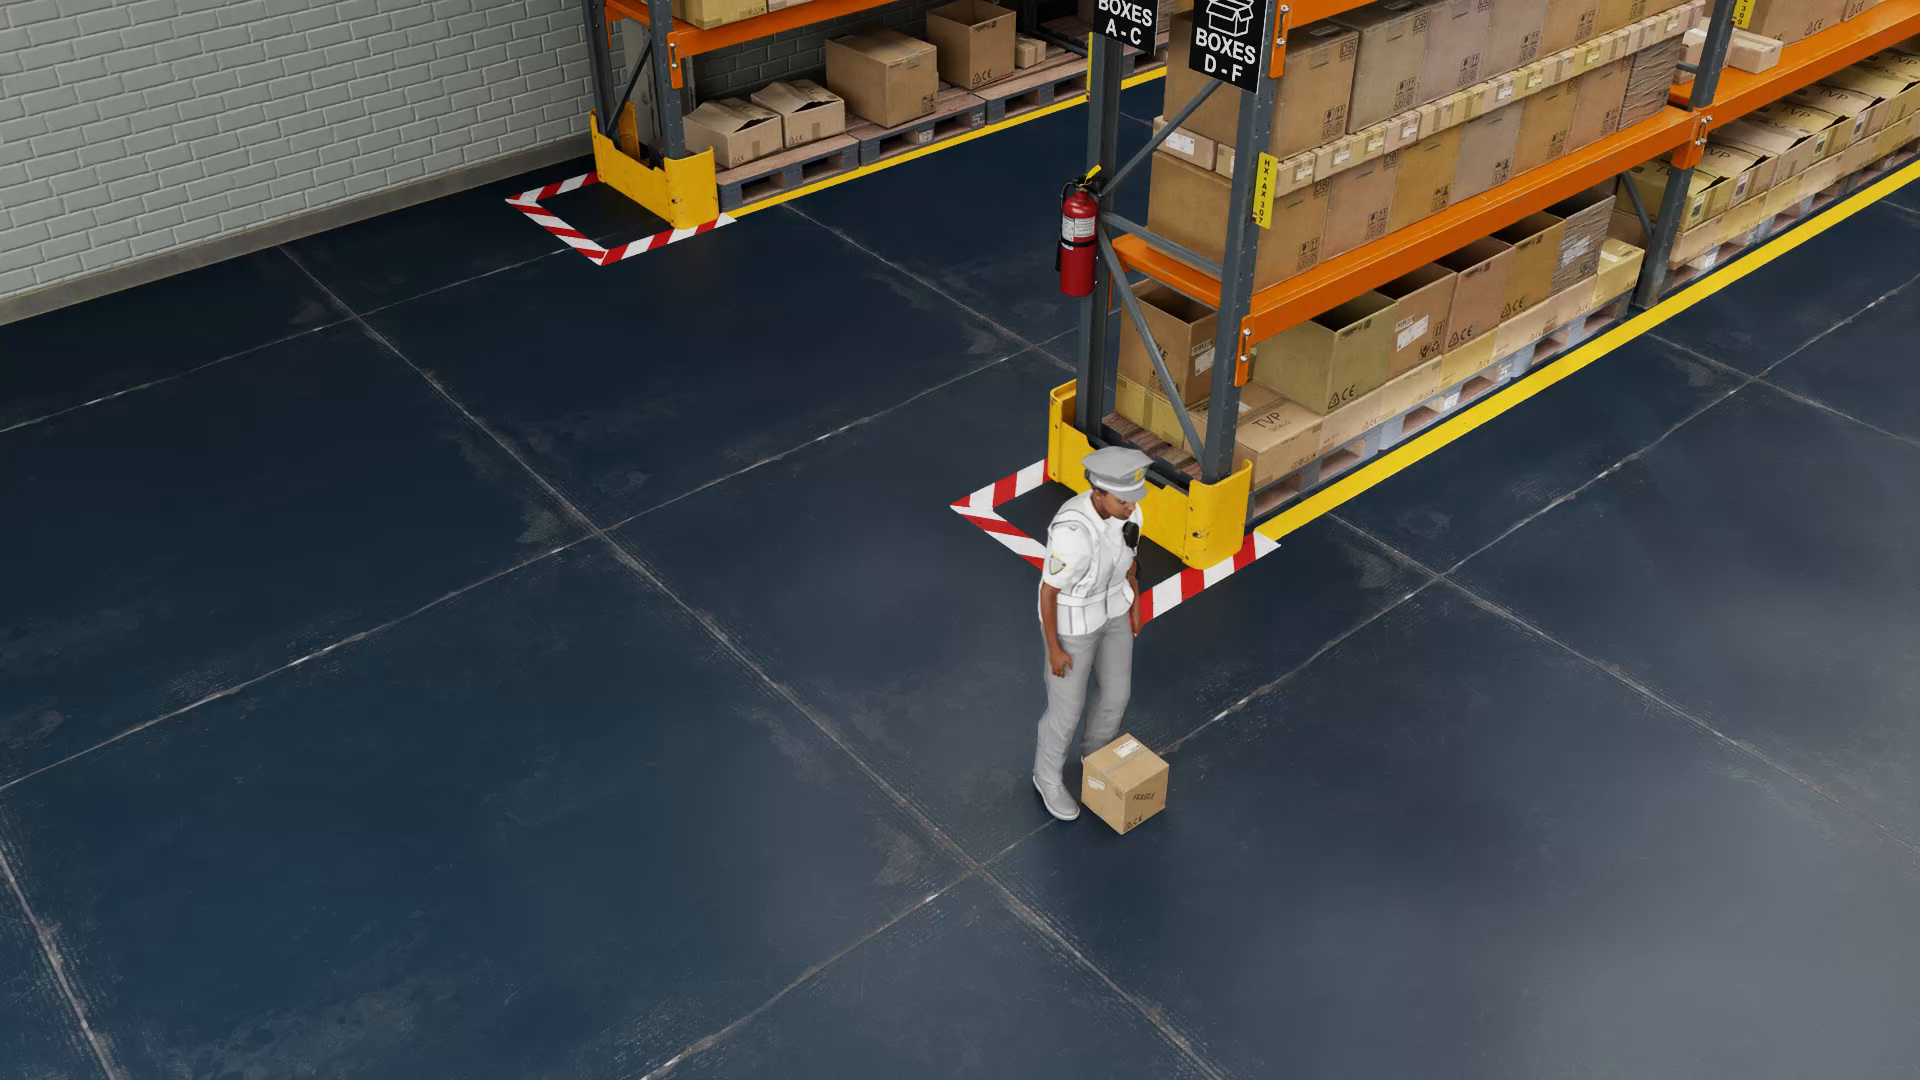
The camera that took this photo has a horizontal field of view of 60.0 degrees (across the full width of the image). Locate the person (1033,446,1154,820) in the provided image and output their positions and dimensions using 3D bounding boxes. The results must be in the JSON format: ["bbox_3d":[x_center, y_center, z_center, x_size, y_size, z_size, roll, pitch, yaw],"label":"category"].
[{"bbox_3d":[0.526,0.345,6.603,0.505,1.659,0.415,-26,43,-31],"label":"person"}]
